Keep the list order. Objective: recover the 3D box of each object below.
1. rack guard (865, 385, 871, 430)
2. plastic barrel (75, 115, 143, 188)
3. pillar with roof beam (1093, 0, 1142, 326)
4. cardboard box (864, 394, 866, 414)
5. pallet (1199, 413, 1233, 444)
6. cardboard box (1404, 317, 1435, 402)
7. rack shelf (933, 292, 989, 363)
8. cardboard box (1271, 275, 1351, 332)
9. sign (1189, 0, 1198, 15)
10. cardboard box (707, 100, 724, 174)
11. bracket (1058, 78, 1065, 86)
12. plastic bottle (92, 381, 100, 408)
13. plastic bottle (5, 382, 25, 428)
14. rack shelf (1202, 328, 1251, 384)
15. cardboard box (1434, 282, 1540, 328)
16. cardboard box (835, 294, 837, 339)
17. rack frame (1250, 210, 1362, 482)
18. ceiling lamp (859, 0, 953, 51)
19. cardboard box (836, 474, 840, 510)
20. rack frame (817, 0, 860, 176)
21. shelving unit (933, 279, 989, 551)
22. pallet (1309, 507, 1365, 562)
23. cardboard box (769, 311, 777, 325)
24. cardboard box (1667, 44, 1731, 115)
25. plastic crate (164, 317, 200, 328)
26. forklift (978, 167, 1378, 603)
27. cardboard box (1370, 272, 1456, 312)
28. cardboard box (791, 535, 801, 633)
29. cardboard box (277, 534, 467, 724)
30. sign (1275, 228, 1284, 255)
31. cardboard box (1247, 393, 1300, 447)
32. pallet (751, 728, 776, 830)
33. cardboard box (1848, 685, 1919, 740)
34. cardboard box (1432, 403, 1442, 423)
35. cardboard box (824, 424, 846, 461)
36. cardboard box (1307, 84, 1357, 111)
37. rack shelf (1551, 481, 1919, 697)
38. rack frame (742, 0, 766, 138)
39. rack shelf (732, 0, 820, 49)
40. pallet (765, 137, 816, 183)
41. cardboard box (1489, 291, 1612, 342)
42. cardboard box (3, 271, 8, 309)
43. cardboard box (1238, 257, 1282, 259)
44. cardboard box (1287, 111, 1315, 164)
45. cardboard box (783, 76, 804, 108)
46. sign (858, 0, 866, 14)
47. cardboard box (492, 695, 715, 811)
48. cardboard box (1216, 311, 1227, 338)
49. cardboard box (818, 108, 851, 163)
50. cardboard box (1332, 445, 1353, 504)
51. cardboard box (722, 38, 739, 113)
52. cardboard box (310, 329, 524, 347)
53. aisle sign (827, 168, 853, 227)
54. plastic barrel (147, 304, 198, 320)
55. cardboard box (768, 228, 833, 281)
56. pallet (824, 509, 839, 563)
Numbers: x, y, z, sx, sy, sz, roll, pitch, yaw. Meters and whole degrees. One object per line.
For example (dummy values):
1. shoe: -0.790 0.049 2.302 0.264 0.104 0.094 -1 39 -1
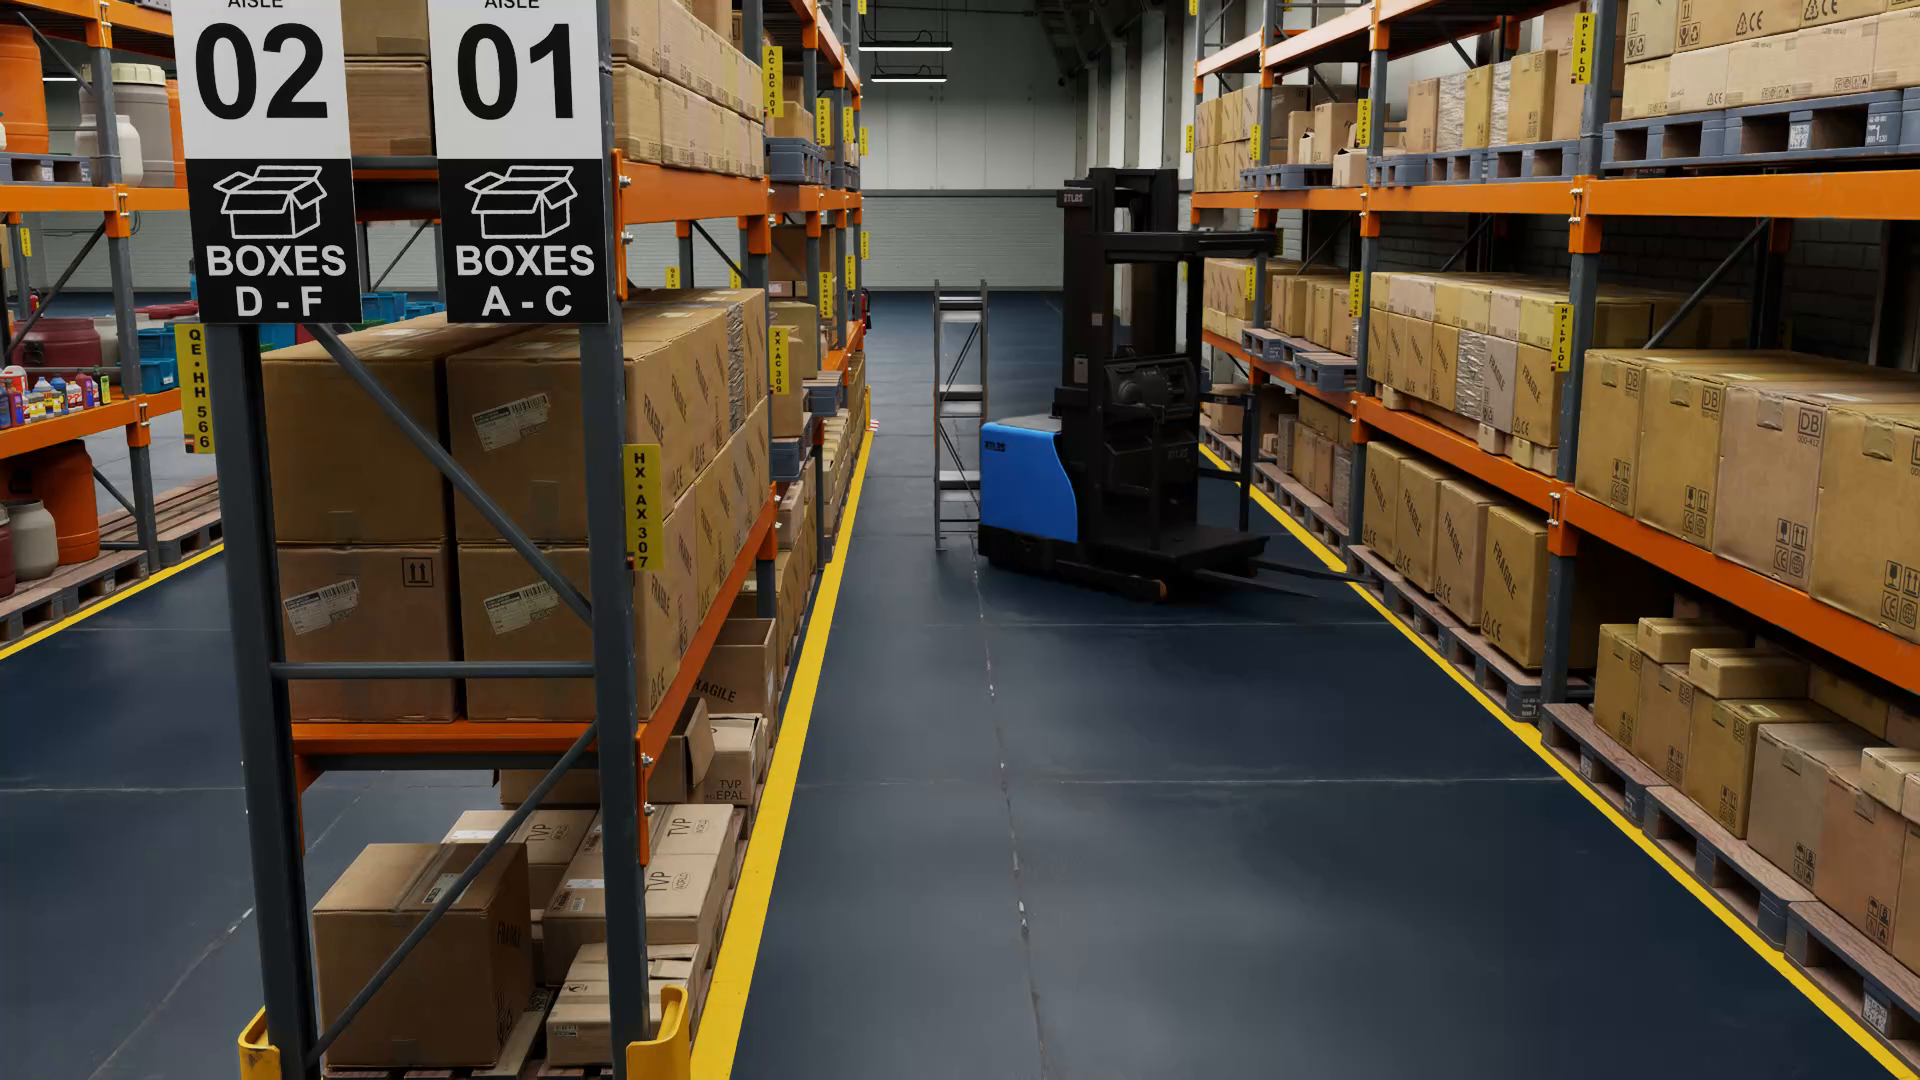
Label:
1. rack guard: -1.683 -1.615 20.263 1.175 0.500 0.348 0 11 -1
2. plastic barrel: -6.170 -2.813 12.057 0.421 0.512 0.421 0 11 0
3. pillar with roof beam: -0.527 -9.221 36.380 9.100 9.000 0.548 0 11 -1
4. cardboard box: -1.376 -1.588 19.703 0.500 0.250 0.500 0 11 -1
5. pallet: 3.253 -1.313 19.501 1.003 0.211 1.213 0 11 -1
6. cardboard box: 3.200 -1.170 10.734 0.500 0.500 0.500 0 11 -1
7. rack shelf: 0.003 -1.669 13.052 0.431 0.518 0.480 0 11 -1
8. cardboard box: 3.329 -2.225 15.622 0.700 0.500 0.500 0 11 -1
9. sign: 2.727 -6.291 19.387 0.100 0.325 0.005 0 11 -1
10. cardboard box: -1.135 -1.453 6.009 0.500 0.250 0.500 0 11 -1
11. bracket: 3.117 -13.941 50.588 0.235 0.232 0.430 0 11 -1
12. plastic bottle: -6.051 -1.027 11.574 0.097 0.201 0.097 0 11 0
13. plastic bottle: -6.011 -0.862 10.560 0.061 0.283 0.133 0 11 -1
14. rack shelf: 3.311 -2.106 18.207 1.077 0.370 4.000 0 11 -1
15. cardboard box: 3.230 -1.439 10.174 0.500 0.250 0.500 0 11 -2
16. cardboard box: -1.639 -2.382 17.505 0.700 0.500 0.500 0 11 0
17. rack frame: 3.352 -2.061 16.176 1.000 3.000 0.127 0 11 -1
18. ceiling lamp: -1.162 -11.886 34.832 2.000 3.185 0.800 0 11 -1
19. cardboard box: -1.263 -0.412 13.905 0.500 0.250 0.500 -1 11 -3
20. rack frame: -1.683 -5.776 19.394 1.000 3.000 0.127 0 11 -1
21. shelving unit: 0.003 -0.996 13.188 0.431 2.100 0.503 0 11 -1
22. pallet: 3.420 -0.055 13.299 1.003 0.211 1.213 0 11 -1
23. cardboard box: -1.564 -1.193 10.586 0.700 0.500 0.500 2 12 10
24. cardboard box: 3.265 -1.883 6.820 0.500 0.250 0.500 0 11 -2
25. plastic crate: -6.197 -1.579 13.639 0.402 0.464 0.583 0 11 -1
26. forklift: 1.512 -1.116 11.688 1.130 2.935 3.031 -11 16 -42
27. cardboard box: 3.187 -1.741 11.662 0.500 0.250 0.500 0 11 0
28. cardboard box: -1.226 0.257 9.929 0.500 0.500 0.500 0 11 0
29. cardboard box: -1.633 0.208 4.737 0.500 0.500 0.500 0 11 1
30. sign: 3.825 -3.577 19.940 0.100 0.325 0.005 0 11 -1
31. cardboard box: 3.291 -1.258 17.396 0.500 0.500 0.500 -1 12 -5
32. pallet: -1.422 1.053 7.837 1.003 0.211 1.213 0 11 -1
33. cardboard box: 3.661 0.659 6.368 0.380 0.149 0.250 0 11 -1
34. cardboard box: 3.265 -0.831 10.692 0.380 0.149 0.250 0 11 0
35. cardboard box: -1.280 -0.891 14.858 0.500 0.311 0.500 0 11 -1
36. cardboard box: 3.628 -4.179 16.252 0.500 0.500 0.500 0 11 0
37. rack shelf: 3.559 0.279 6.449 1.077 0.370 4.000 0 11 -1
38. rack frame: -1.435 -3.390 7.636 1.000 3.000 0.127 0 11 -1
39. rack shelf: -1.476 -3.239 9.707 1.077 0.370 4.000 0 11 -1
40. pallet: -1.378 -1.958 8.594 1.213 0.211 1.003 0 11 -1
41. cardboard box: 3.251 -1.237 9.175 0.500 0.250 0.500 0 11 0
42. cardboard box: -11.603 -2.881 19.215 0.875 0.500 0.500 0 11 -1
43. cardboard box: 3.492 -3.067 19.576 0.500 0.500 0.500 0 11 -2
44. cardboard box: 3.284 -3.677 15.288 0.500 0.500 0.500 1 12 7
45. cardboard box: -1.592 -3.774 14.509 0.500 0.500 0.500 1 12 4
46. sign: -1.140 -6.271 19.291 0.100 0.325 0.005 0 11 -1
47. cardboard box: -1.391 0.931 6.597 0.797 0.503 0.637 0 11 -1
48. cardboard box: 3.012 -2.290 17.627 0.500 0.250 0.500 0 11 -1
49. cardboard box: -1.347 -3.935 16.207 0.500 0.500 0.500 1 11 4
50. cardboard box: 3.474 -0.503 13.673 0.700 0.500 0.500 0 11 -1
51. cardboard box: -1.138 -1.797 6.449 0.500 0.250 0.500 0 11 -1
52. cardboard box: -1.647 -0.382 5.130 0.500 0.500 0.500 0 11 0
53. aisle sign: -1.390 -4.124 19.803 0.394 0.787 0.004 0 11 -1
54. plastic barrel: -6.737 -1.750 14.301 0.433 0.535 0.433 0 11 0
55. cardboard box: -1.616 -2.813 16.367 0.700 0.500 0.500 0 11 -1
56. pallet: -1.495 -0.042 13.237 1.003 0.211 1.213 0 11 -1
